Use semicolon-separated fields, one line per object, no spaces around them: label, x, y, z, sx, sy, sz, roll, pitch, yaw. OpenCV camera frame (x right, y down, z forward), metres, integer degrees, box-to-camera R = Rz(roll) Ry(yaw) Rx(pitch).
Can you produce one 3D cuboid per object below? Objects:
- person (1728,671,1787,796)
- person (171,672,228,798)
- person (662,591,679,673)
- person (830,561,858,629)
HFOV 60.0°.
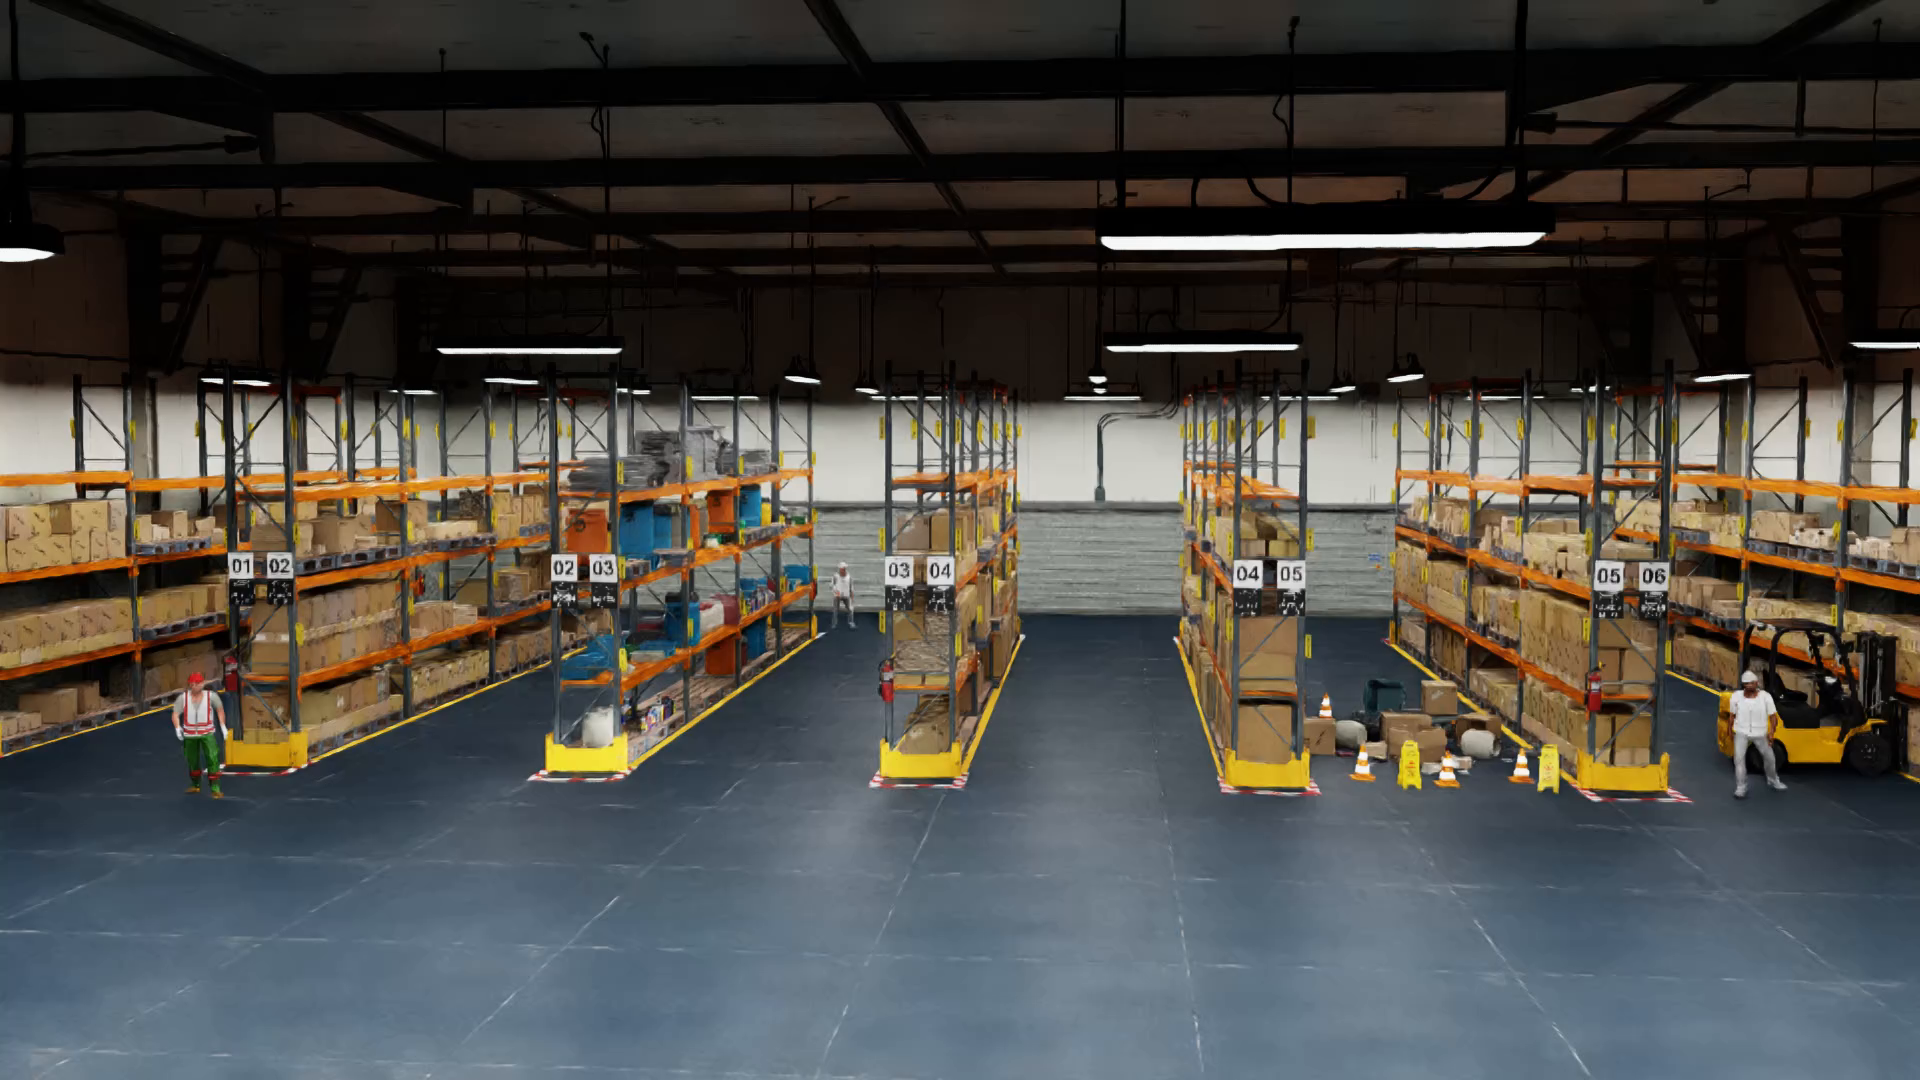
person;10.982;2.642;22.848;0.776;1.722;0.765;1;4;21
person;-10.360;2.639;22.672;0.675;1.718;0.808;-1;4;-14
person;-5.986;1.888;34.508;0.545;1.664;0.574;2;4;33
person;-2.986;1.381;41.937;0.645;1.706;0.832;-1;4;-13
